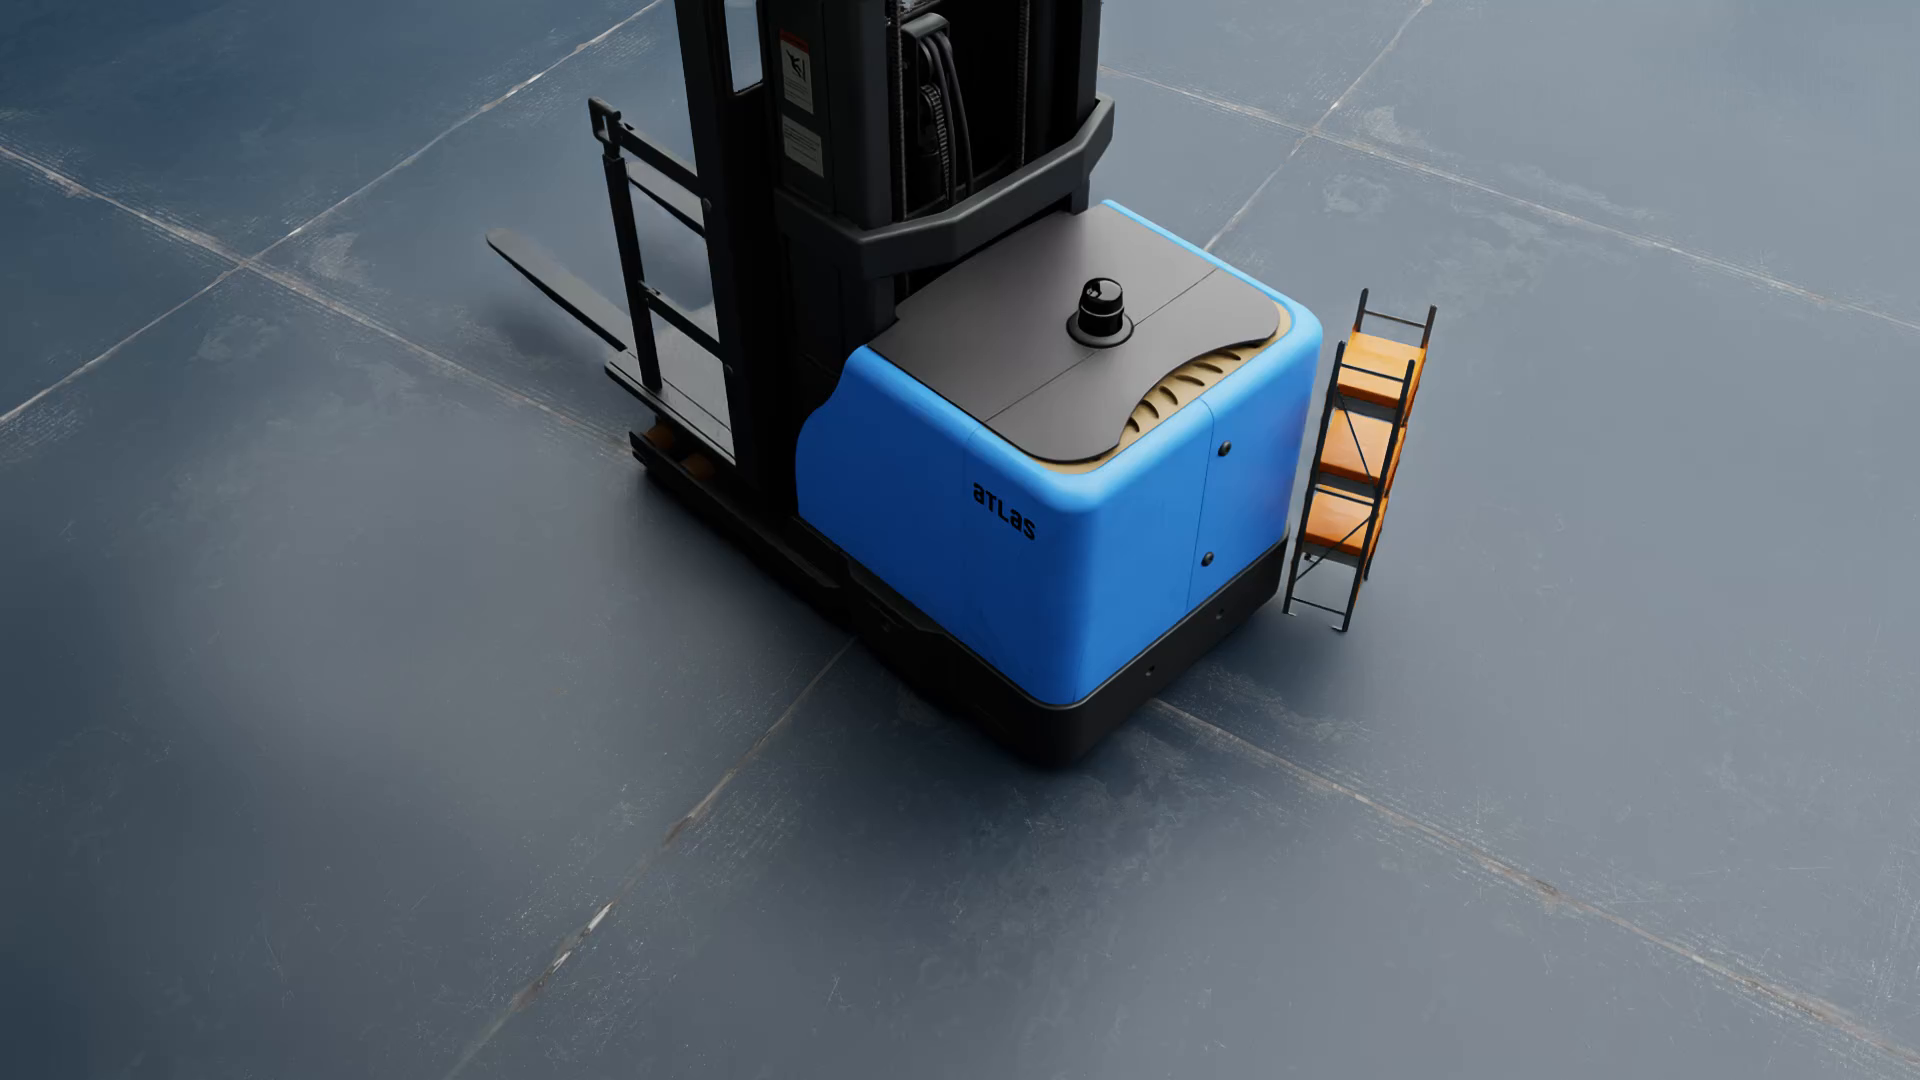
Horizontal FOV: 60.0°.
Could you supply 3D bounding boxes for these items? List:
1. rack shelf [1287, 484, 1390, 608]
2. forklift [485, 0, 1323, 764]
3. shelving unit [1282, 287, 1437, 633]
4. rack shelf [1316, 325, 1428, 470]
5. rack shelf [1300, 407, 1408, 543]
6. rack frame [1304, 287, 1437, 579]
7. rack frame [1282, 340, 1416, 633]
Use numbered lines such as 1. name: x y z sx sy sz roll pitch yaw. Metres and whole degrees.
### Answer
1. rack shelf: 1.117 0.003 4.917 0.215 0.259 0.240 18 48 16
2. forklift: -0.424 -1.365 4.533 1.130 2.935 3.031 -35 55 -29
3. shelving unit: 1.117 -0.198 4.710 0.215 1.050 0.252 18 48 16
4. rack shelf: 1.117 -0.388 4.514 0.215 0.259 0.240 18 48 16
5. rack shelf: 1.117 -0.191 4.718 0.215 0.259 0.240 18 48 16
6. rack frame: 1.167 -0.278 4.788 0.200 1.050 0.008 18 48 16
7. rack frame: 1.068 -0.118 4.633 0.200 1.050 0.008 18 48 16
